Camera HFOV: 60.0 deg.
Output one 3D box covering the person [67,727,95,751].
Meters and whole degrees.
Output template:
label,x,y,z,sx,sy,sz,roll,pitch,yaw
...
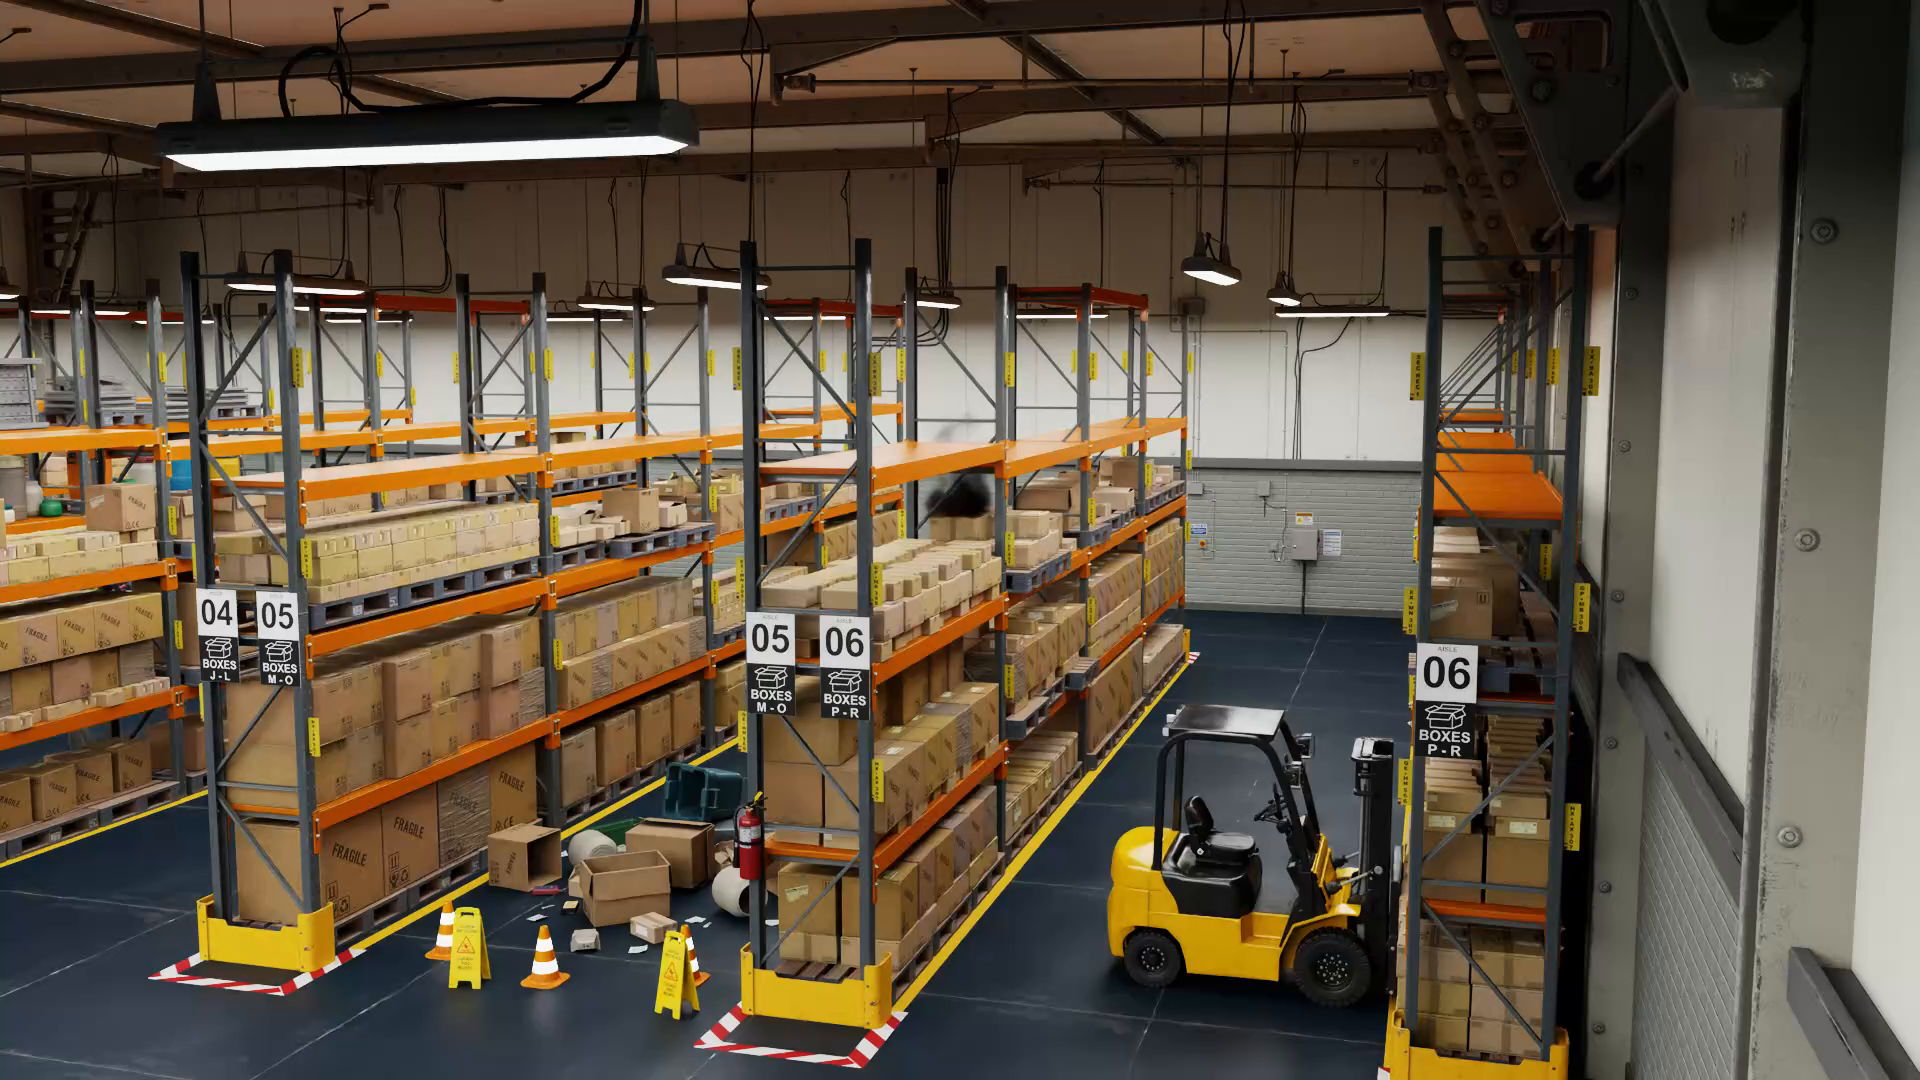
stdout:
label,x,y,z,sx,sy,sz,roll,pitch,yaw
person,-11.252,1.997,21.105,0.580,1.719,0.715,1,7,13
